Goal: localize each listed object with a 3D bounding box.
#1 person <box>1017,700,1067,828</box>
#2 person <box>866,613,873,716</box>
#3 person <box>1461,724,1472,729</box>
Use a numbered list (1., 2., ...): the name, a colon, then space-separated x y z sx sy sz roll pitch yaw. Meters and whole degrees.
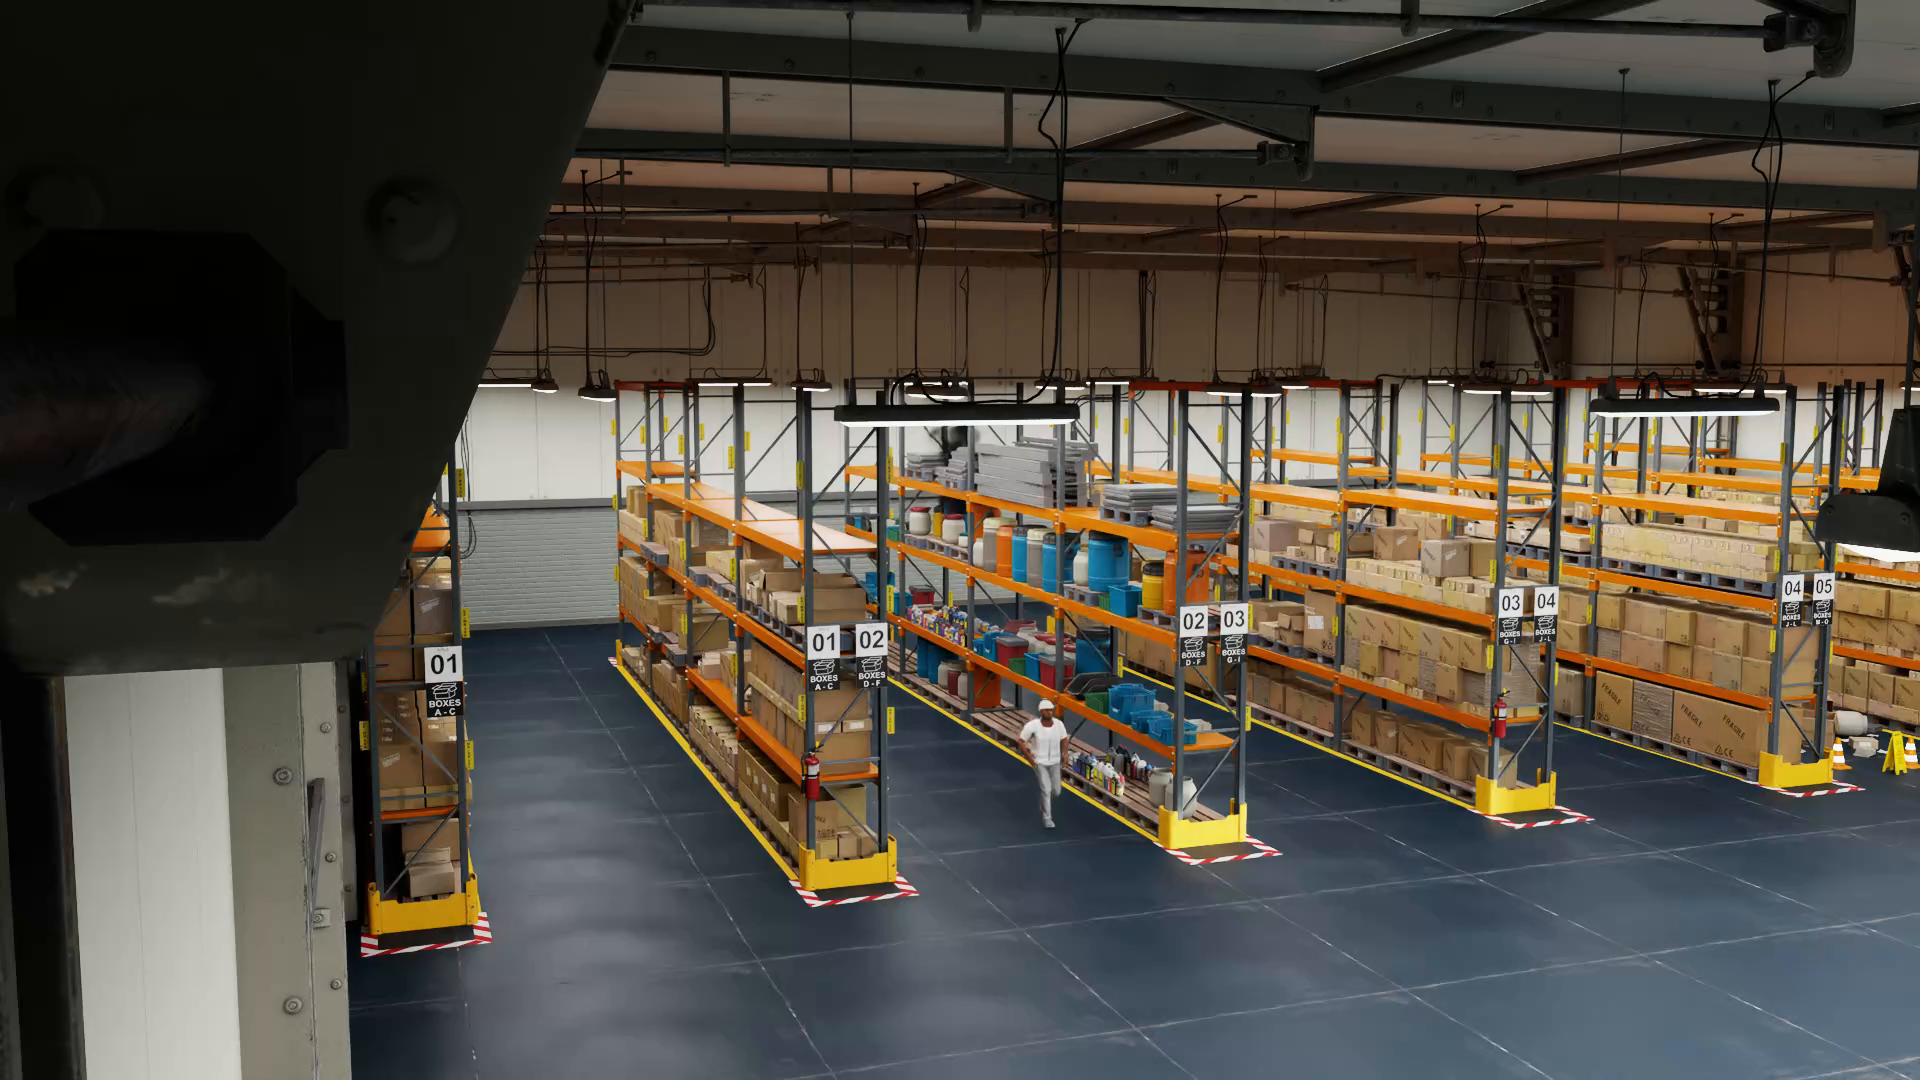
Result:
1. person: 1.154 3.047 22.895 0.723 1.734 0.675 -2 6 -19
2. person: -1.611 2.132 29.123 0.569 1.777 0.731 -2 7 -22
3. person: 8.774 2.485 29.128 0.553 1.574 0.599 -3 7 -25
